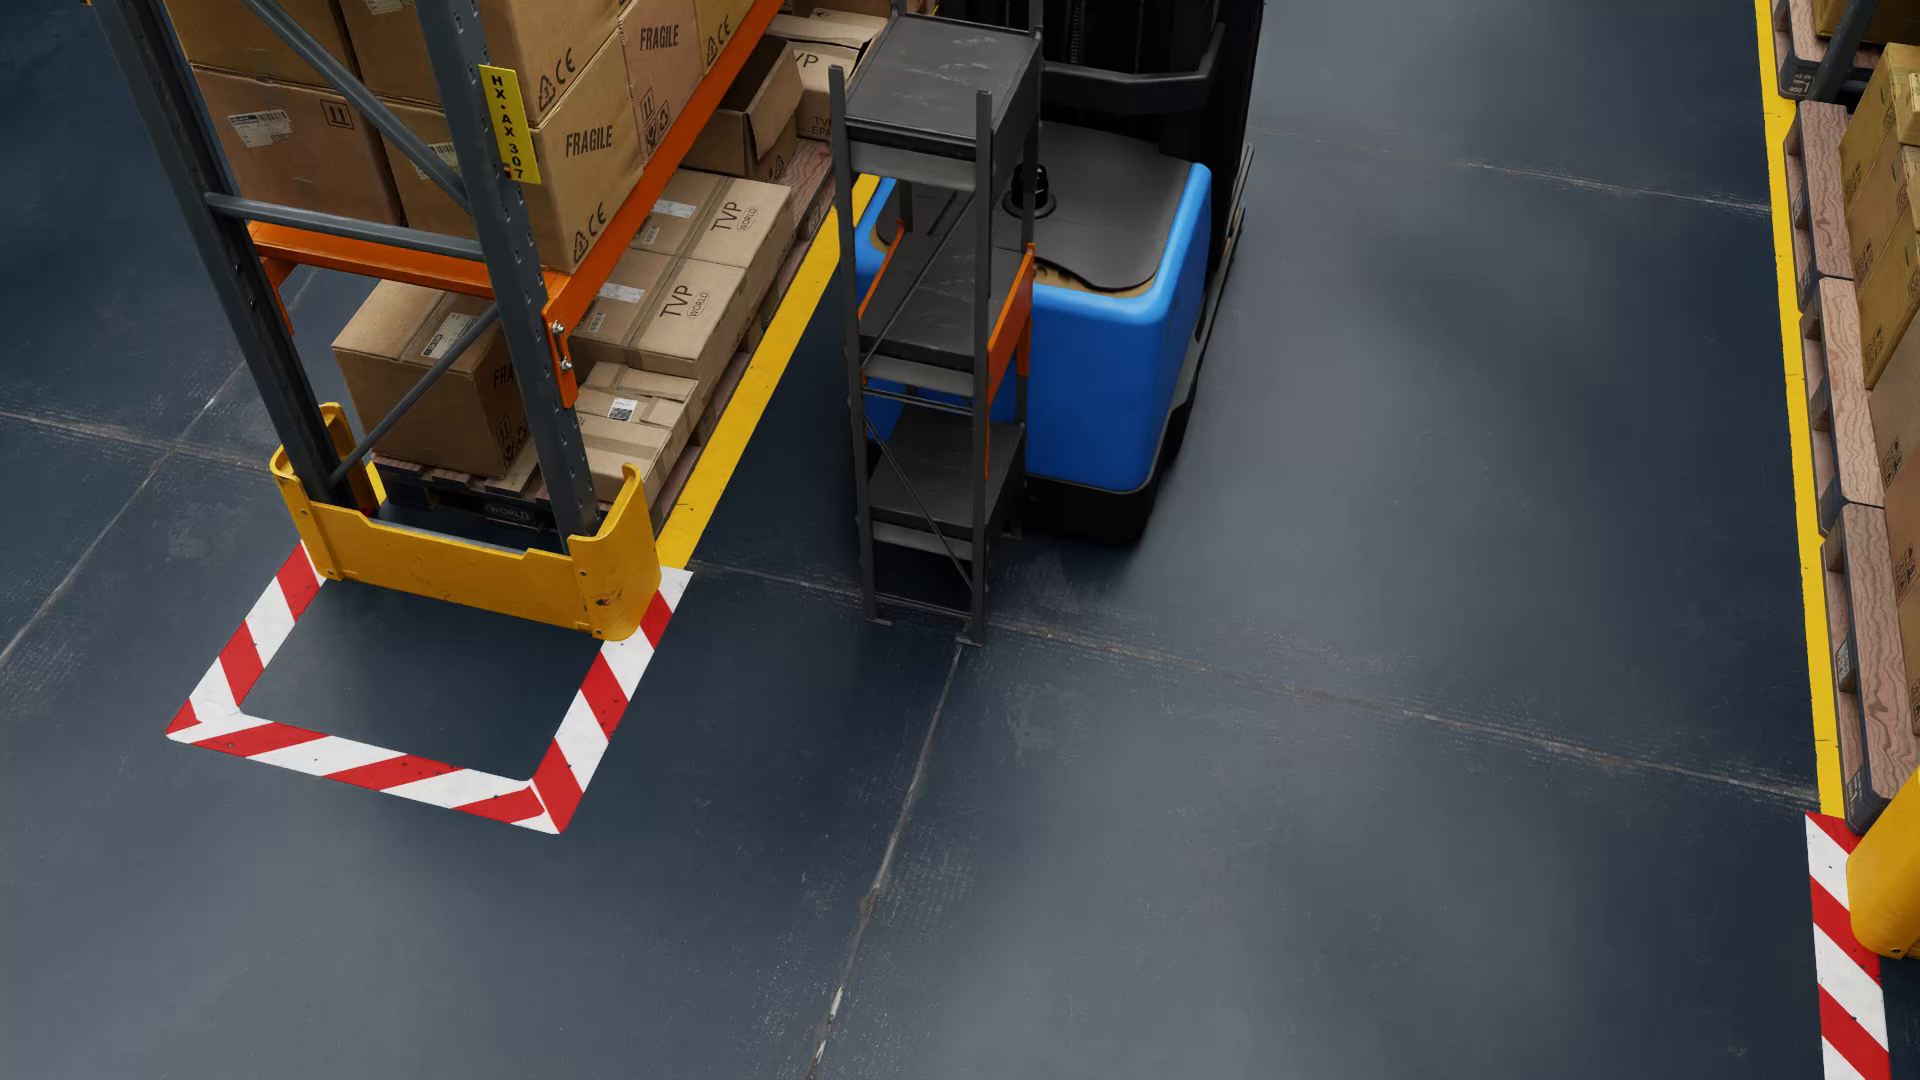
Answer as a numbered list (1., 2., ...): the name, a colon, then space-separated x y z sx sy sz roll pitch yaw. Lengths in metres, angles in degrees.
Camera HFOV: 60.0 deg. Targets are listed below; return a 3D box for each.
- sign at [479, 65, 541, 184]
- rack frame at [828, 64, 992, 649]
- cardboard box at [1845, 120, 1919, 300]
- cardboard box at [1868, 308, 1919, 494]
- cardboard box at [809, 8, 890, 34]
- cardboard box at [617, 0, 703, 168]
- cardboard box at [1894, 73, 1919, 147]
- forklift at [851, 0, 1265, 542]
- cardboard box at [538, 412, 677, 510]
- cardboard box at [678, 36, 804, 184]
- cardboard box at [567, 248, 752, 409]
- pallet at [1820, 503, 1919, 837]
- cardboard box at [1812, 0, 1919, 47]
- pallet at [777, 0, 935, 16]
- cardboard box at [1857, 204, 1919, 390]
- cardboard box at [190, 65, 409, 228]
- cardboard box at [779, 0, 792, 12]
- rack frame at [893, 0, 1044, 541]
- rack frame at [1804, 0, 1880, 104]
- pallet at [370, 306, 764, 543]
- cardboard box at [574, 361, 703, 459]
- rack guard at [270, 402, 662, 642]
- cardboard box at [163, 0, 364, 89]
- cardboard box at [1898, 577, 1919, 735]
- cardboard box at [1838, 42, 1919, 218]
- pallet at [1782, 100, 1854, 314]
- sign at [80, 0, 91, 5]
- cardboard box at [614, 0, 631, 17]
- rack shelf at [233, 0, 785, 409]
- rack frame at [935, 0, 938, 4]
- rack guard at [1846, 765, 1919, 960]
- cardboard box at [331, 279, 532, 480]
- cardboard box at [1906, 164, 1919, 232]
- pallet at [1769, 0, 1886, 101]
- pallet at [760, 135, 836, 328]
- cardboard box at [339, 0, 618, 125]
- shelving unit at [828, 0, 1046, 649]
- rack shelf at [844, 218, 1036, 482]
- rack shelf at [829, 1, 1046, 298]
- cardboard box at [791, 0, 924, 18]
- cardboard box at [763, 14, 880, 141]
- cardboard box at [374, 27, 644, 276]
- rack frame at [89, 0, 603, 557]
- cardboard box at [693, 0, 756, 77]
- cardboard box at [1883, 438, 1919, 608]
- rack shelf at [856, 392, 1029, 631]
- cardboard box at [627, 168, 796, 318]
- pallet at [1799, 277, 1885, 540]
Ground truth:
1. sign: -1.102 -1.012 4.065 0.100 0.325 0.005 12 50 10
2. rack frame: -0.119 -0.388 4.692 0.400 2.100 0.015 12 50 11
3. cardboard box: 3.776 -1.179 6.177 0.700 0.500 0.500 11 50 10
4. cardboard box: 3.506 -0.421 5.508 0.700 0.500 0.500 10 49 9
5. cardboard box: -0.490 -2.177 7.279 0.380 0.149 0.250 12 50 10
6. cardboard box: -1.123 -1.509 5.014 0.500 0.500 0.500 11 50 10
7. cardboard box: 3.646 -1.545 6.067 0.380 0.149 0.250 13 50 11
8. forklift: 0.531 -2.097 5.646 1.130 2.935 3.031 12 50 11
9. cardboard box: -1.183 -0.270 5.595 0.380 0.149 0.250 12 50 10
10. cardboard box: -1.062 -1.685 6.608 0.797 0.503 0.637 12 50 10
11. cardboard box: -1.077 -0.767 5.967 0.500 0.250 0.500 12 50 10
12. pallet: 3.290 0.471 5.193 1.003 0.211 1.213 12 50 10
13. cardboard box: 4.253 -2.674 7.263 0.750 0.750 0.750 12 50 10
14. pallet: -0.754 -2.306 7.645 1.003 0.211 1.213 12 50 10
15. cardboard box: 3.639 -0.808 5.850 0.700 0.500 0.500 13 50 11
16. cardboard box: -1.770 -1.243 4.780 0.500 0.500 0.500 13 50 11
17. cardboard box: -0.892 -2.721 7.650 0.500 0.311 0.500 12 50 10
18. rack frame: 0.018 -0.739 5.002 0.400 2.100 0.015 12 50 11
19. rack frame: 4.208 -2.751 6.177 1.000 3.000 0.127 12 50 10
20. pallet: -1.396 -0.541 6.087 1.003 0.211 1.213 12 50 10
21. cardboard box: -1.118 -0.456 5.748 0.380 0.166 0.250 12 50 10
22. rack guard: -1.605 -0.060 5.470 1.175 0.500 0.348 12 50 10
23. cardboard box: -1.773 -1.573 4.404 0.500 0.500 0.500 11 50 10
24. cardboard box: 3.243 0.305 4.868 0.700 0.500 0.500 12 50 10
25. cardboard box: 3.912 -1.542 6.497 0.700 0.500 0.500 12 50 11
26. pallet: 3.932 -1.294 6.751 1.003 0.211 1.213 12 50 10
27. sign: -2.155 -1.444 4.041 0.100 0.325 0.005 12 50 10
28. cardboard box: -1.124 -1.845 4.644 0.500 0.500 0.500 12 50 10
29. rack shelf: -1.099 -2.041 6.031 1.077 0.370 4.000 12 50 10
30. rack frame: -0.572 -3.726 7.038 1.000 3.000 0.127 12 50 10
31. rack guard: 3.148 0.987 4.546 1.175 0.500 0.348 12 50 10
32. cardboard box: -1.720 -0.593 5.646 0.500 0.500 0.500 12 50 10
33. cardboard box: 3.508 -1.167 5.734 0.380 0.149 0.250 10 49 9
34. pallet: 4.338 -2.401 7.728 1.003 0.211 1.213 12 50 10
35. pallet: -1.073 -1.421 6.864 1.003 0.211 1.213 12 50 10
36. cardboard box: -1.254 -1.465 4.309 0.500 0.500 0.500 13 50 11
37. shelving unit: -0.050 -0.563 4.847 0.431 2.100 0.503 12 50 11
38. rack shelf: -0.050 -0.554 4.857 0.431 0.518 0.480 12 50 11
39. rack shelf: -0.050 -1.017 4.332 0.431 0.518 0.480 12 50 11
40. cardboard box: -0.449 -2.576 7.397 0.500 0.500 0.500 12 50 10
41. cardboard box: -0.646 -1.971 6.989 0.500 0.311 0.500 12 50 10
42. cardboard box: -1.254 -1.134 4.684 0.500 0.500 0.500 13 50 11
43. rack frame: -1.625 -0.832 4.484 1.000 3.000 0.127 12 50 10
44. cardboard box: -0.988 -1.871 5.334 0.500 0.500 0.500 11 50 10
45. cardboard box: 3.374 -0.057 5.187 0.700 0.500 0.500 11 50 10
46. rack shelf: -0.050 -0.091 5.382 0.431 0.518 0.480 12 50 11
47. cardboard box: -0.945 -1.129 6.286 0.500 0.250 0.500 12 50 10
48. pallet: 3.613 -0.408 5.970 1.003 0.211 1.213 12 50 10
